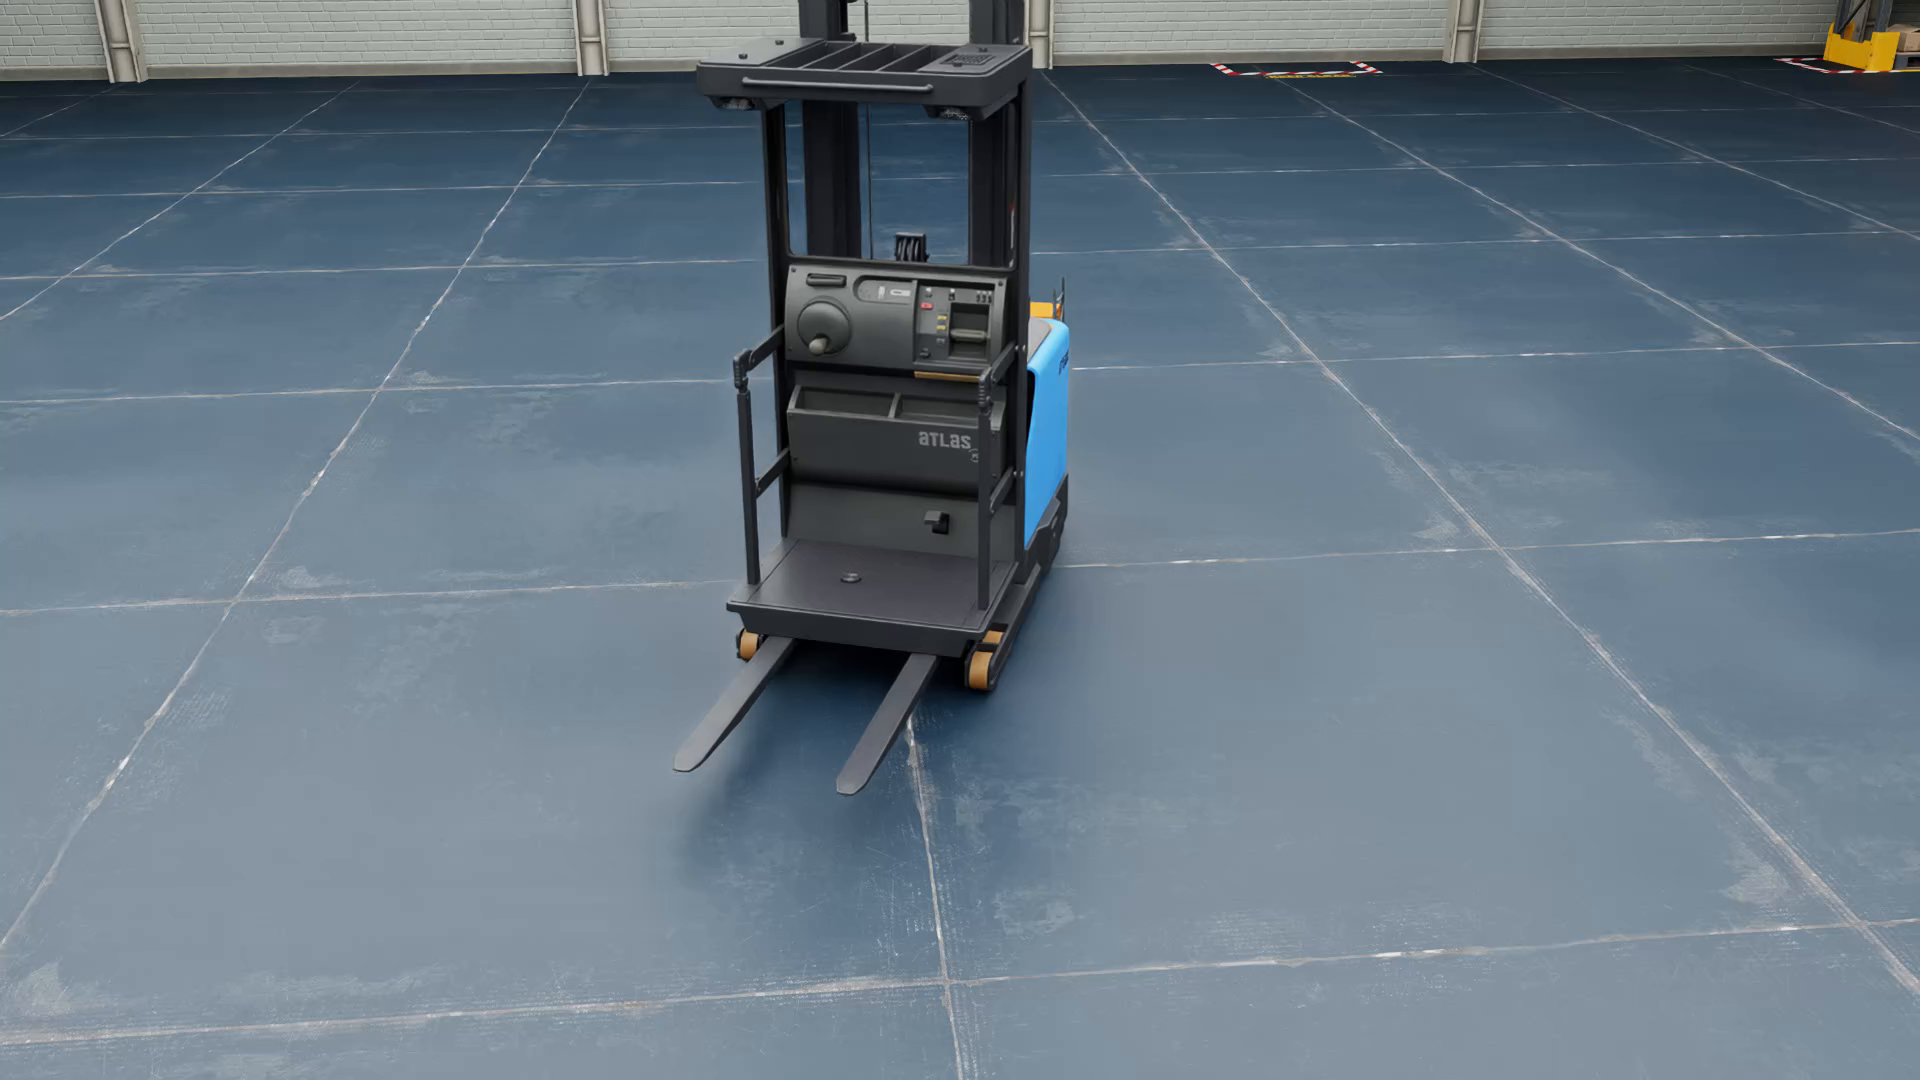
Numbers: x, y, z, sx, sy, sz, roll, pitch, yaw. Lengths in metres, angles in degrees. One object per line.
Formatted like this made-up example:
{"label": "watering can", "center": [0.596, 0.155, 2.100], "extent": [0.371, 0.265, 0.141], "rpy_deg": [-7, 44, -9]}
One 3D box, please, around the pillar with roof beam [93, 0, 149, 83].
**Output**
{"label": "pillar with roof beam", "center": [-10.461, -8.394, 16.056], "extent": [0.400, 9.000, 9.100], "rpy_deg": [-2, 24, -5]}

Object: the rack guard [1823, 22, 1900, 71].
{"label": "rack guard", "center": [12.464, -6.834, 23.010], "extent": [0.348, 0.500, 1.175], "rpy_deg": [-2, 24, -5]}

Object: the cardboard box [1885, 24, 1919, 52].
{"label": "cardboard box", "center": [13.086, -6.937, 22.932], "extent": [0.500, 0.311, 0.500], "rpy_deg": [-5, 24, -11]}

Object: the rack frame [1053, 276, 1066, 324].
{"label": "rack frame", "center": [0.486, -0.711, 8.372], "extent": [0.015, 1.200, 0.240], "rpy_deg": [6, 25, 13]}

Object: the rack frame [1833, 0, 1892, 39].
{"label": "rack frame", "center": [12.388, -7.973, 22.495], "extent": [0.127, 3.000, 1.000], "rpy_deg": [-2, 24, -5]}

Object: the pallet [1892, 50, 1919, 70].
{"label": "pallet", "center": [13.276, -6.720, 23.109], "extent": [1.213, 0.211, 1.003], "rpy_deg": [-2, 24, -5]}

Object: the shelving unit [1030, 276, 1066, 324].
{"label": "shelving unit", "center": [0.250, -0.735, 8.427], "extent": [0.503, 1.200, 0.258], "rpy_deg": [6, 25, 13]}

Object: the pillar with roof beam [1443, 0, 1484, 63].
{"label": "pillar with roof beam", "center": [7.452, -9.112, 17.672], "extent": [0.400, 9.000, 9.100], "rpy_deg": [-2, 24, -5]}

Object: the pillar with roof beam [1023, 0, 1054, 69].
{"label": "pillar with roof beam", "center": [1.481, -8.873, 17.133], "extent": [0.400, 9.000, 9.100], "rpy_deg": [-2, 24, -5]}

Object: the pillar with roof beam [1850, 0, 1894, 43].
{"label": "pillar with roof beam", "center": [13.423, -9.352, 18.211], "extent": [0.400, 9.000, 9.100], "rpy_deg": [-2, 24, -5]}

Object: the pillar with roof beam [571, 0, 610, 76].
{"label": "pillar with roof beam", "center": [-4.490, -8.633, 16.595], "extent": [0.400, 9.000, 9.100], "rpy_deg": [-2, 24, -5]}

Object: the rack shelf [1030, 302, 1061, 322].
{"label": "rack shelf", "center": [0.250, -1.094, 8.267], "extent": [0.480, 0.148, 0.258], "rpy_deg": [6, 25, 13]}

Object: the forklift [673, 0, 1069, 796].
{"label": "forklift", "center": [-0.320, -0.888, 6.640], "extent": [1.130, 2.935, 3.031], "rpy_deg": [6, 25, 13]}
